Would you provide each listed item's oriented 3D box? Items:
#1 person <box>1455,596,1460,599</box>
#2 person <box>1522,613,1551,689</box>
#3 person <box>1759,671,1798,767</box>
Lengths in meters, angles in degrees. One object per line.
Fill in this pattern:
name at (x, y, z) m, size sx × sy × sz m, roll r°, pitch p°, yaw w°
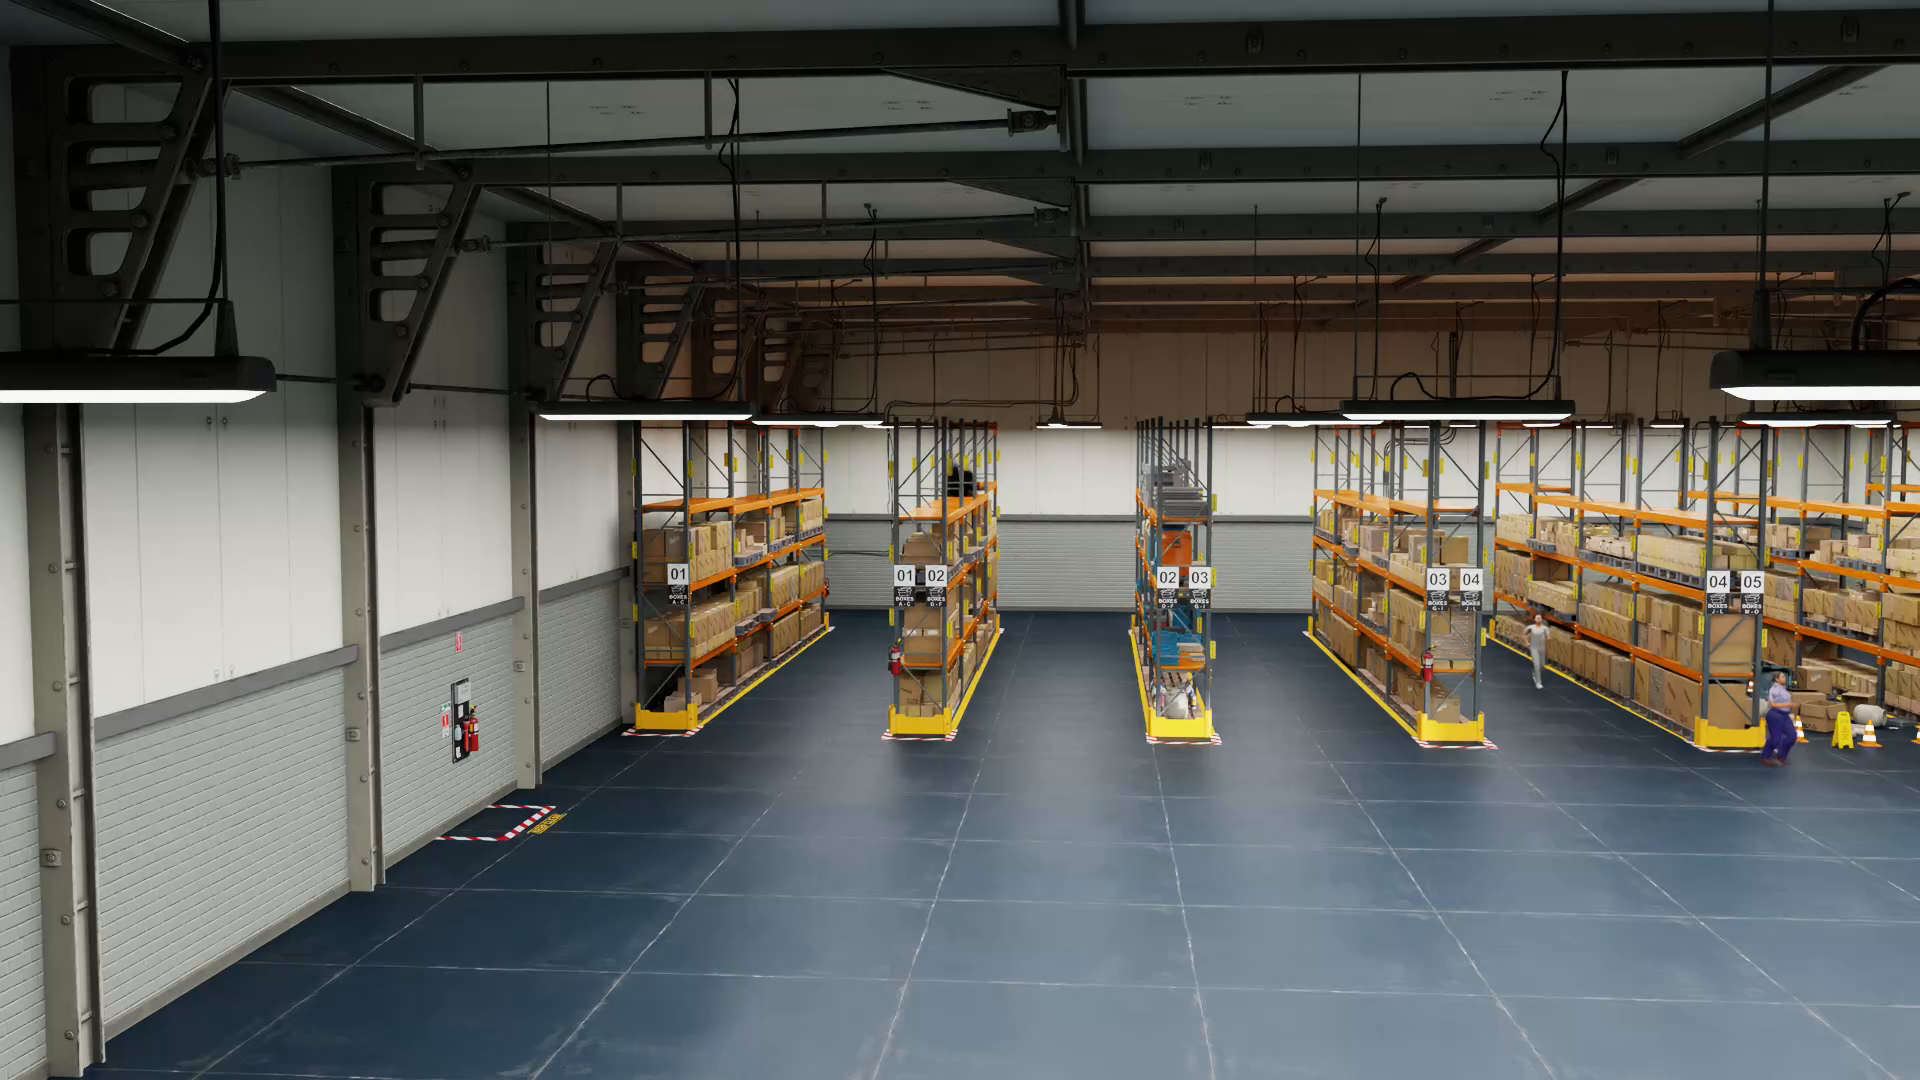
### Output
person at (14.023, 1.837, 46.707) m, size 0.804 × 1.661 × 0.576 m, roll -3°, pitch 5°, yaw -37°
person at (12.910, 2.454, 37.202) m, size 0.574 × 1.645 × 0.929 m, roll 0°, pitch 4°, yaw 3°
person at (13.992, 3.078, 28.379) m, size 0.601 × 1.692 × 0.626 m, roll -3°, pitch 5°, yaw -43°
